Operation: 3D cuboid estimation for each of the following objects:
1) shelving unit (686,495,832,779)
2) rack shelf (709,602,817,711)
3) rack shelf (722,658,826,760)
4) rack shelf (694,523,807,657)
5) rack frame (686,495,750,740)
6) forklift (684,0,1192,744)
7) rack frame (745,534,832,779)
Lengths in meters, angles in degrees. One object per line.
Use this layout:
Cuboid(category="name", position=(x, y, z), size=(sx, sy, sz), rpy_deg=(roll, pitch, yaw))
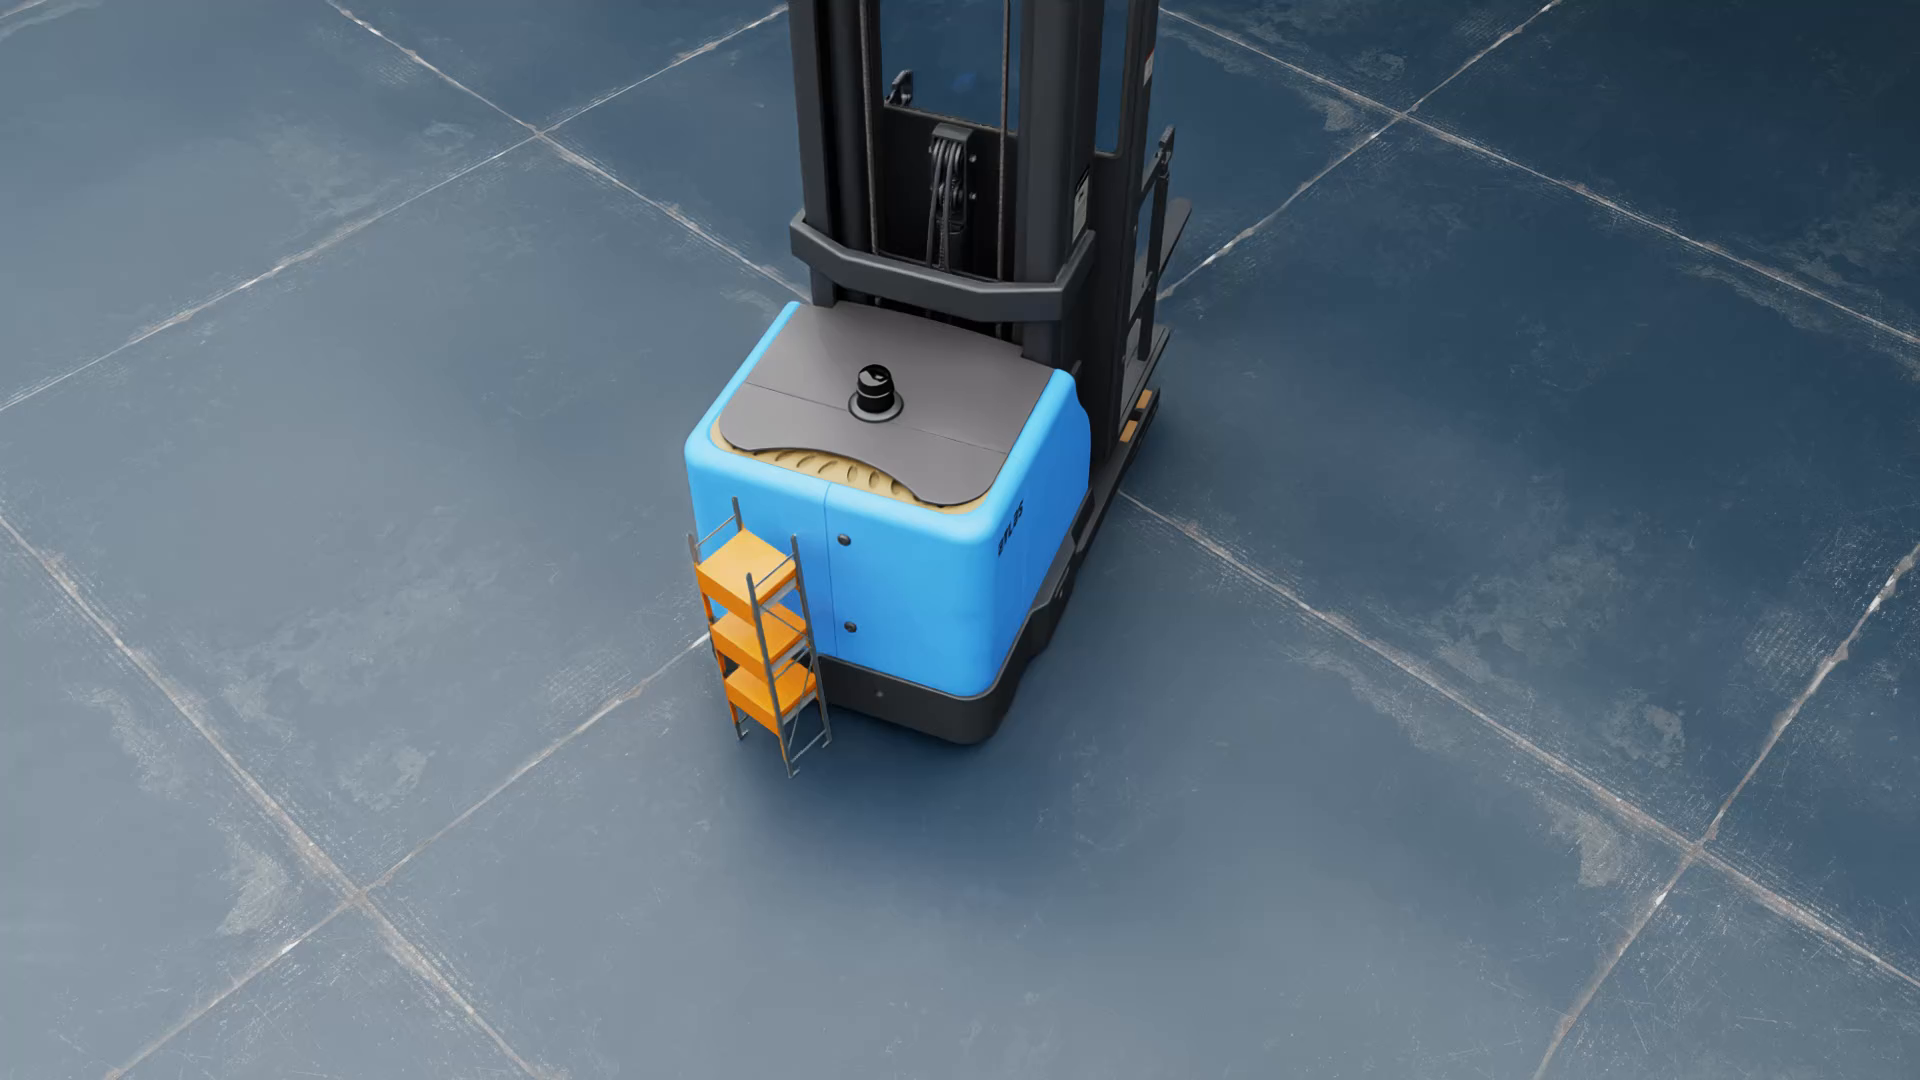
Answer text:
Cuboid(category="shelving unit", position=(-0.612, 0.329, 5.211), size=(0.252, 1.050, 0.215), rpy_deg=(32, 58, 27))
Cuboid(category="rack shelf", position=(-0.612, 0.336, 5.219), size=(0.240, 0.259, 0.215), rpy_deg=(32, 58, 27))
Cuboid(category="rack shelf", position=(-0.600, 0.519, 5.429), size=(0.240, 0.259, 0.215), rpy_deg=(32, 58, 27))
Cuboid(category="rack shelf", position=(-0.624, 0.150, 5.006), size=(0.240, 0.259, 0.215), rpy_deg=(32, 58, 27))
Cuboid(category="rack frame", position=(-0.705, 0.272, 5.266), size=(0.008, 1.050, 0.200), rpy_deg=(32, 58, 27))
Cuboid(category="forklift", position=(0.153, -1.420, 5.573), size=(1.130, 2.935, 3.031), rpy_deg=(16, 49, 15))
Cuboid(category="rack frame", position=(-0.520, 0.387, 5.157), size=(0.008, 1.050, 0.200), rpy_deg=(32, 58, 27))
